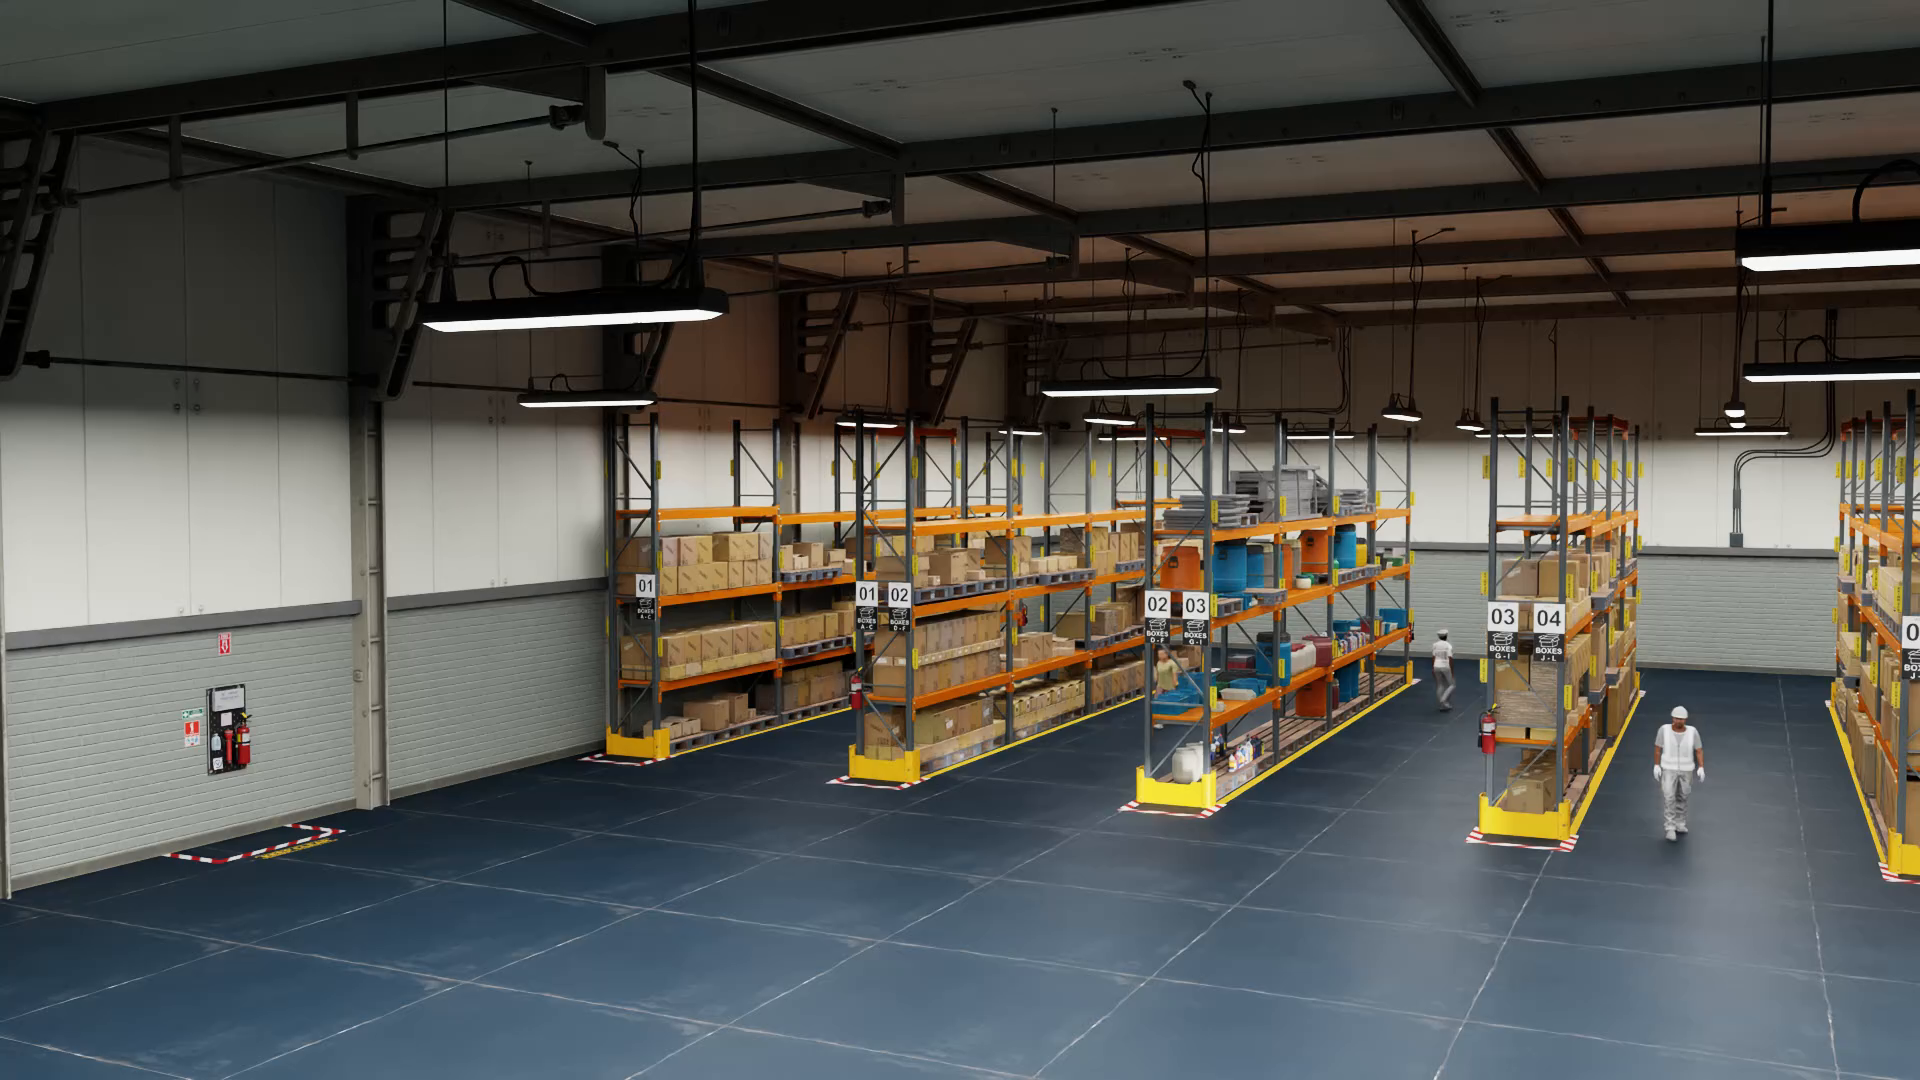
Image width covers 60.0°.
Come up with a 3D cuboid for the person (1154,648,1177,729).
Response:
[{"bbox_3d":[3.999,2.860,32.321,0.444,1.557,1.019,1,3,30],"label":"person"}]

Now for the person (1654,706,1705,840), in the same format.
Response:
[{"bbox_3d":[9.816,3.150,22.697,0.614,1.769,0.757,1,3,16],"label":"person"}]

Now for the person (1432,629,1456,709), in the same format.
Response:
[{"bbox_3d":[10.075,2.711,34.700,0.513,1.673,0.495,2,3,41],"label":"person"}]
